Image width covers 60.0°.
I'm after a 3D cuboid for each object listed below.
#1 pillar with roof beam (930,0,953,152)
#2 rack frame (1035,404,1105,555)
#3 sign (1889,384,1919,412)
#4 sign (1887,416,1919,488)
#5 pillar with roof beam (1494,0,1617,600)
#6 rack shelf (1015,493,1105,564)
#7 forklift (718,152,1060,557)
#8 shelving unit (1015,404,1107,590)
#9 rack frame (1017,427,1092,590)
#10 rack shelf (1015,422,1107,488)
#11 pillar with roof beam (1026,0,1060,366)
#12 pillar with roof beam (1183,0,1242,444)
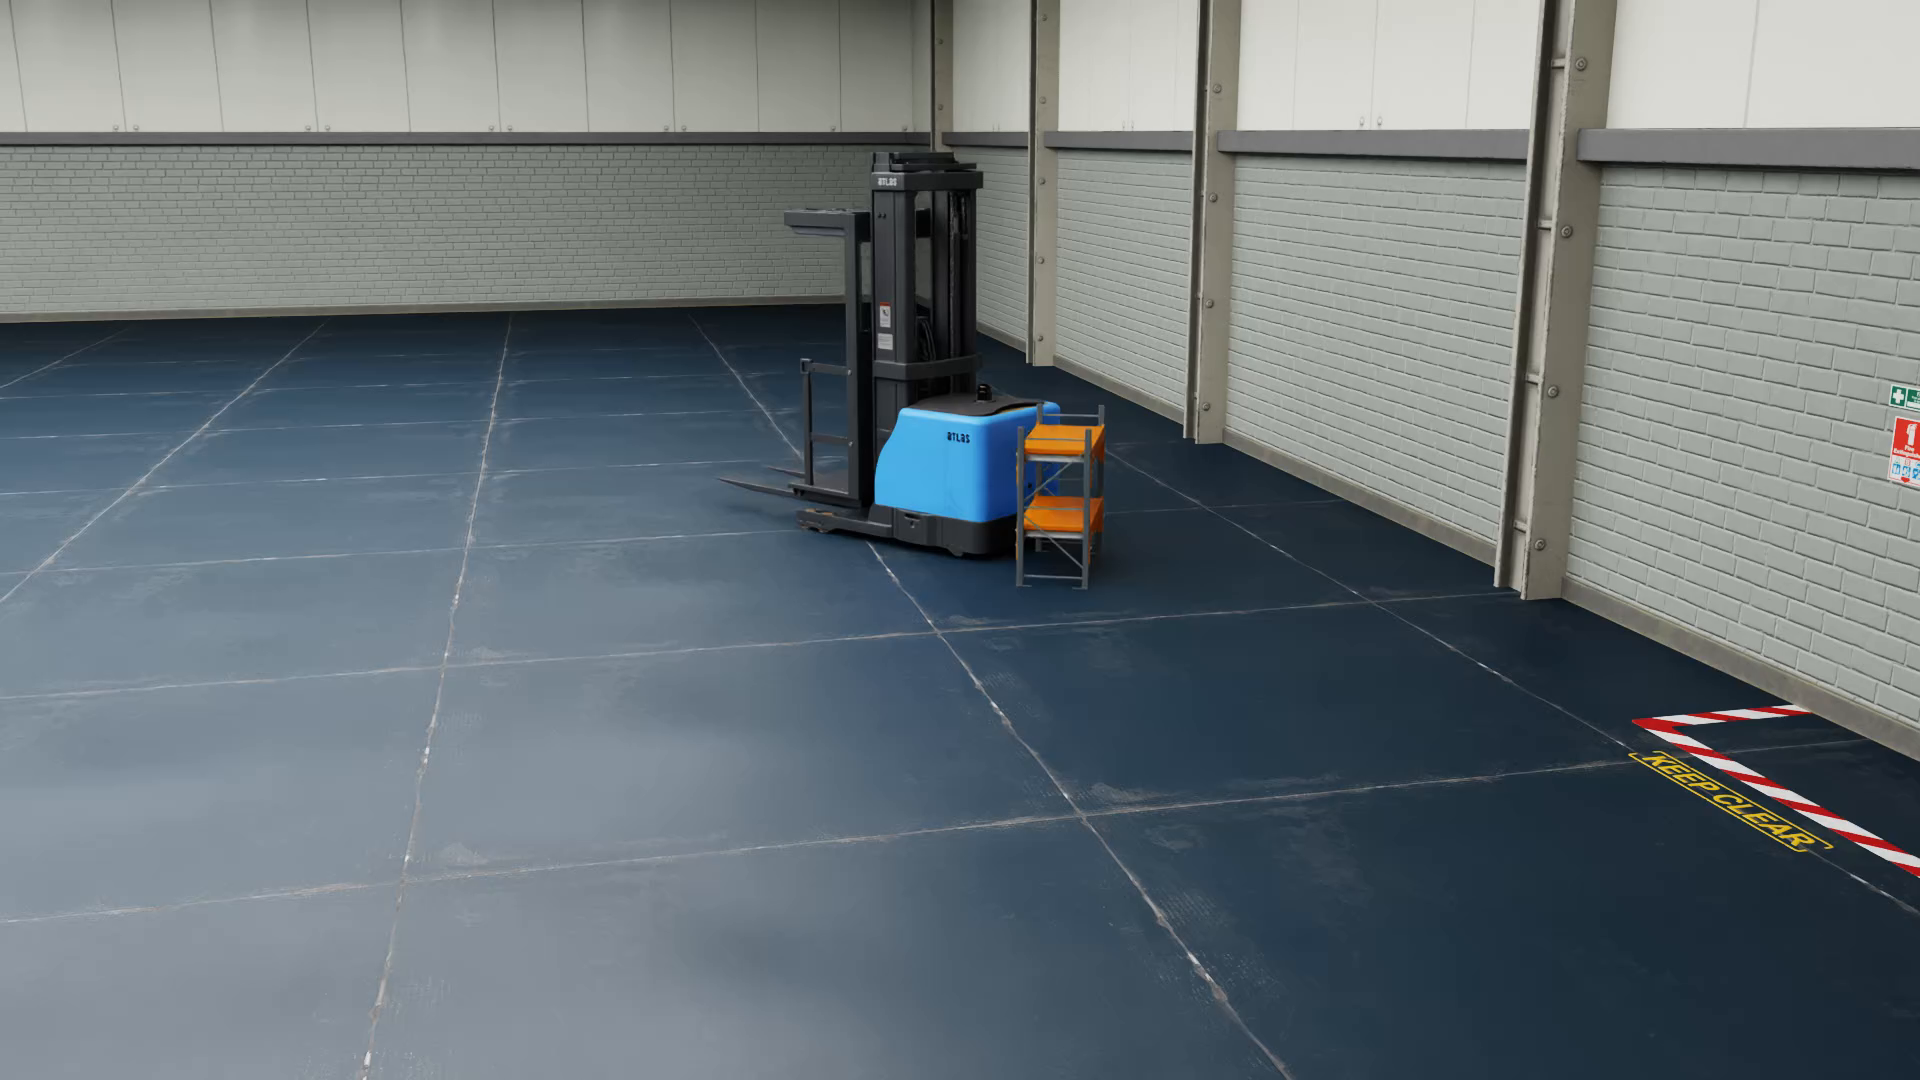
[{"bbox_3d":[-4.485,-7.931,26.430,9.100,9.000,0.400,-3,14,-13],"label":"pillar with roof beam"},{"bbox_3d":[0.818,-0.451,12.401,0.500,1.125,0.032,2,14,10],"label":"rack frame"},{"bbox_3d":[4.756,-0.699,8.276,0.001,0.109,0.331,-3,14,-13],"label":"sign"},{"bbox_3d":[4.763,-0.443,8.345,0.001,0.329,0.234,-3,14,-13],"label":"sign"},{"bbox_3d":[-0.257,-3.779,9.433,9.100,9.000,0.400,-3,14,-13],"label":"pillar with roof beam"},{"bbox_3d":[0.731,-0.094,11.973,0.538,0.278,1.000,2,14,10],"label":"rack shelf"},{"bbox_3d":[-0.678,-1.563,13.151,3.031,2.935,1.130,11,18,38],"label":"forklift"},{"bbox_3d":[0.731,-0.332,11.915,0.538,1.125,1.048,2,14,10],"label":"shelving unit"},{"bbox_3d":[0.644,-0.213,11.428,0.500,1.125,0.032,2,14,10],"label":"rack frame"},{"bbox_3d":[0.731,-0.616,11.845,0.538,0.278,1.000,2,14,10],"label":"rack shelf"},{"bbox_3d":[-3.076,-6.547,20.764,9.100,9.000,0.400,-3,14,-13],"label":"pillar with roof beam"},{"bbox_3d":[-1.667,-5.163,15.099,9.100,9.000,0.400,-3,14,-13],"label":"pillar with roof beam"}]
